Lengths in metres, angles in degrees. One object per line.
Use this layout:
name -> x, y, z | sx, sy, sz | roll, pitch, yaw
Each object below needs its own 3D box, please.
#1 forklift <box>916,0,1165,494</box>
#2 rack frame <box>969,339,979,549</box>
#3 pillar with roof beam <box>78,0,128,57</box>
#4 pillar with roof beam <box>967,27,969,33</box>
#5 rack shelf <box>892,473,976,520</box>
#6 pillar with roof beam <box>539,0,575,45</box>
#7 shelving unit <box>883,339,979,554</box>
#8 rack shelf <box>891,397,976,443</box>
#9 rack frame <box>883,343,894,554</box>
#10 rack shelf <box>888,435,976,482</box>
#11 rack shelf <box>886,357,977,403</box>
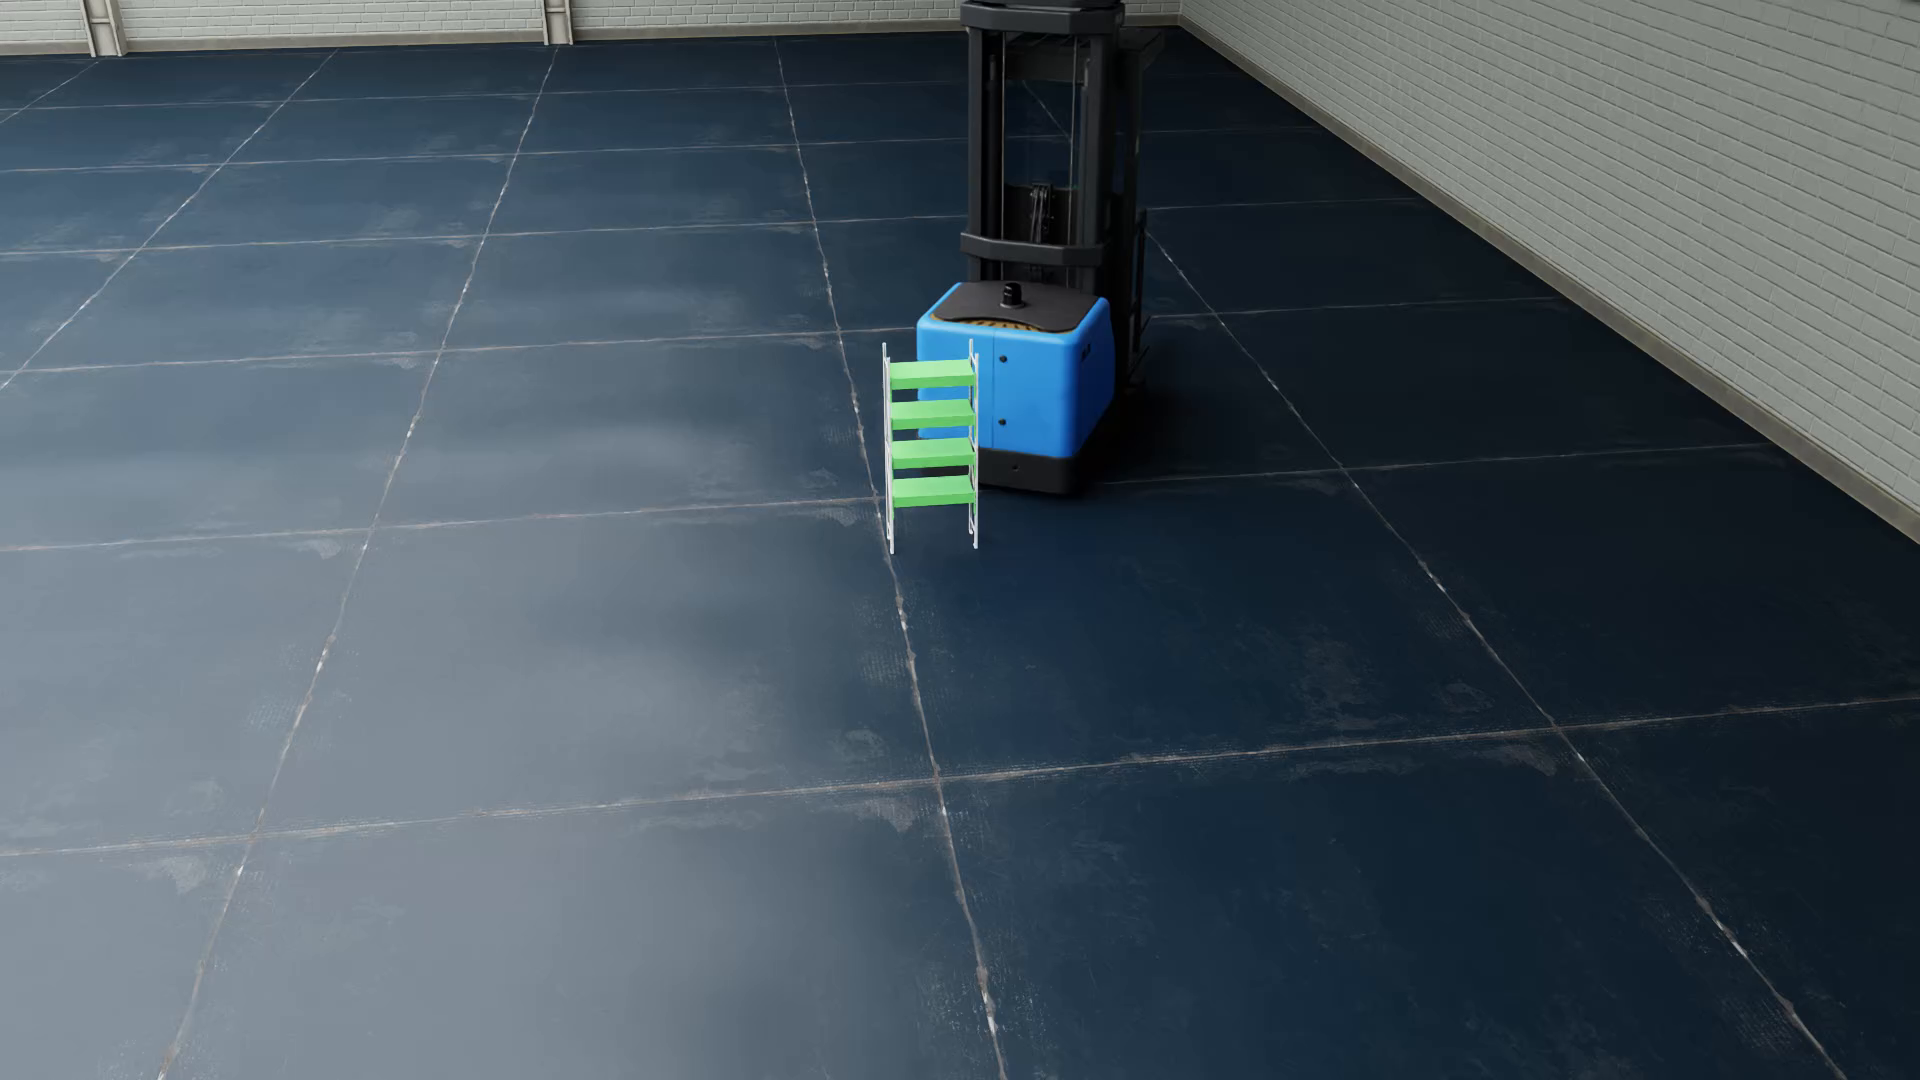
forklift -> 0.664, -2.236, 10.898 | 1.130, 2.935, 3.031 | 8, 28, 16
rack frame -> 0.078, -0.539, 9.486 | 0.015, 1.200, 0.240 | -4, 27, -7
pillar with roof beam -> -10.970, -8.671, 16.793 | 0.400, 9.000, 9.100 | -4, 27, -7
pillar with roof beam -> 0.913, -9.435, 18.280 | 0.400, 9.000, 9.100 | -4, 27, -7
rack shelf -> -0.164, -0.253, 9.594 | 0.480, 0.148, 0.258 | -4, 27, -7
pillar with roof beam -> -5.029, -9.053, 17.536 | 0.400, 9.000, 9.100 | -4, 27, -7
shelving unit -> -0.164, -0.523, 9.456 | 0.503, 1.200, 0.258 | -4, 27, -7
rack shelf -> -0.164, -0.680, 9.375 | 0.480, 0.148, 0.258 | -4, 27, -7
rack frame -> -0.406, -0.508, 9.425 | 0.015, 1.200, 0.240 | -4, 27, -7
rack shelf -> -0.164, -0.466, 9.485 | 0.480, 0.148, 0.258 | -4, 27, -7
rack shelf -> -0.164, -0.894, 9.266 | 0.480, 0.148, 0.258 | -4, 27, -7
